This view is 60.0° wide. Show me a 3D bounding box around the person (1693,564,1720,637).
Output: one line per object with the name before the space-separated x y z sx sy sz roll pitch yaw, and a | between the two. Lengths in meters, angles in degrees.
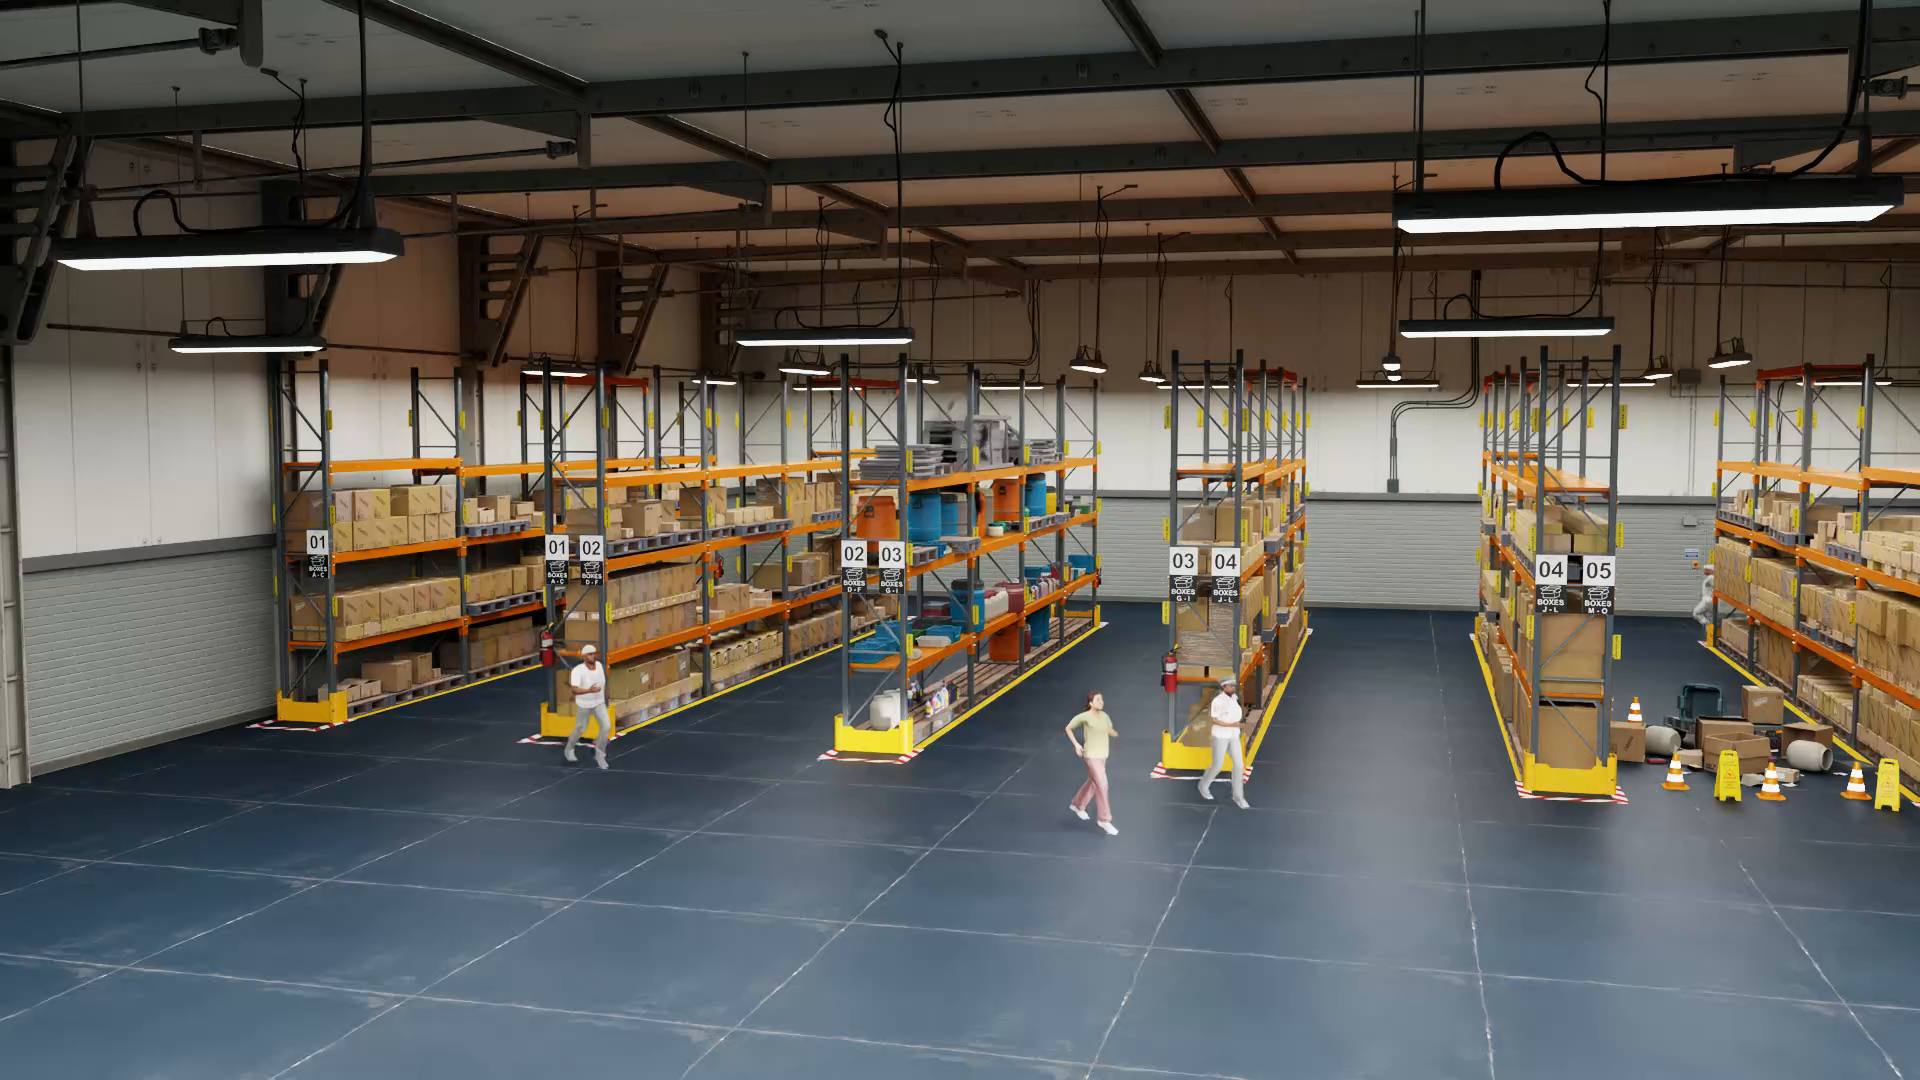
person | 17.137 1.385 38.141 0.588 1.721 0.720 3 5 32

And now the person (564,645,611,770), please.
person | -5.346 2.400 24.003 0.896 1.810 0.708 4 6 45

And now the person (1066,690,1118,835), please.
person | 1.648 2.725 20.383 0.548 1.622 0.875 -4 6 -44

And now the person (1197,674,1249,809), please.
person | 3.449 2.603 21.687 0.591 1.750 0.784 -3 5 -36
